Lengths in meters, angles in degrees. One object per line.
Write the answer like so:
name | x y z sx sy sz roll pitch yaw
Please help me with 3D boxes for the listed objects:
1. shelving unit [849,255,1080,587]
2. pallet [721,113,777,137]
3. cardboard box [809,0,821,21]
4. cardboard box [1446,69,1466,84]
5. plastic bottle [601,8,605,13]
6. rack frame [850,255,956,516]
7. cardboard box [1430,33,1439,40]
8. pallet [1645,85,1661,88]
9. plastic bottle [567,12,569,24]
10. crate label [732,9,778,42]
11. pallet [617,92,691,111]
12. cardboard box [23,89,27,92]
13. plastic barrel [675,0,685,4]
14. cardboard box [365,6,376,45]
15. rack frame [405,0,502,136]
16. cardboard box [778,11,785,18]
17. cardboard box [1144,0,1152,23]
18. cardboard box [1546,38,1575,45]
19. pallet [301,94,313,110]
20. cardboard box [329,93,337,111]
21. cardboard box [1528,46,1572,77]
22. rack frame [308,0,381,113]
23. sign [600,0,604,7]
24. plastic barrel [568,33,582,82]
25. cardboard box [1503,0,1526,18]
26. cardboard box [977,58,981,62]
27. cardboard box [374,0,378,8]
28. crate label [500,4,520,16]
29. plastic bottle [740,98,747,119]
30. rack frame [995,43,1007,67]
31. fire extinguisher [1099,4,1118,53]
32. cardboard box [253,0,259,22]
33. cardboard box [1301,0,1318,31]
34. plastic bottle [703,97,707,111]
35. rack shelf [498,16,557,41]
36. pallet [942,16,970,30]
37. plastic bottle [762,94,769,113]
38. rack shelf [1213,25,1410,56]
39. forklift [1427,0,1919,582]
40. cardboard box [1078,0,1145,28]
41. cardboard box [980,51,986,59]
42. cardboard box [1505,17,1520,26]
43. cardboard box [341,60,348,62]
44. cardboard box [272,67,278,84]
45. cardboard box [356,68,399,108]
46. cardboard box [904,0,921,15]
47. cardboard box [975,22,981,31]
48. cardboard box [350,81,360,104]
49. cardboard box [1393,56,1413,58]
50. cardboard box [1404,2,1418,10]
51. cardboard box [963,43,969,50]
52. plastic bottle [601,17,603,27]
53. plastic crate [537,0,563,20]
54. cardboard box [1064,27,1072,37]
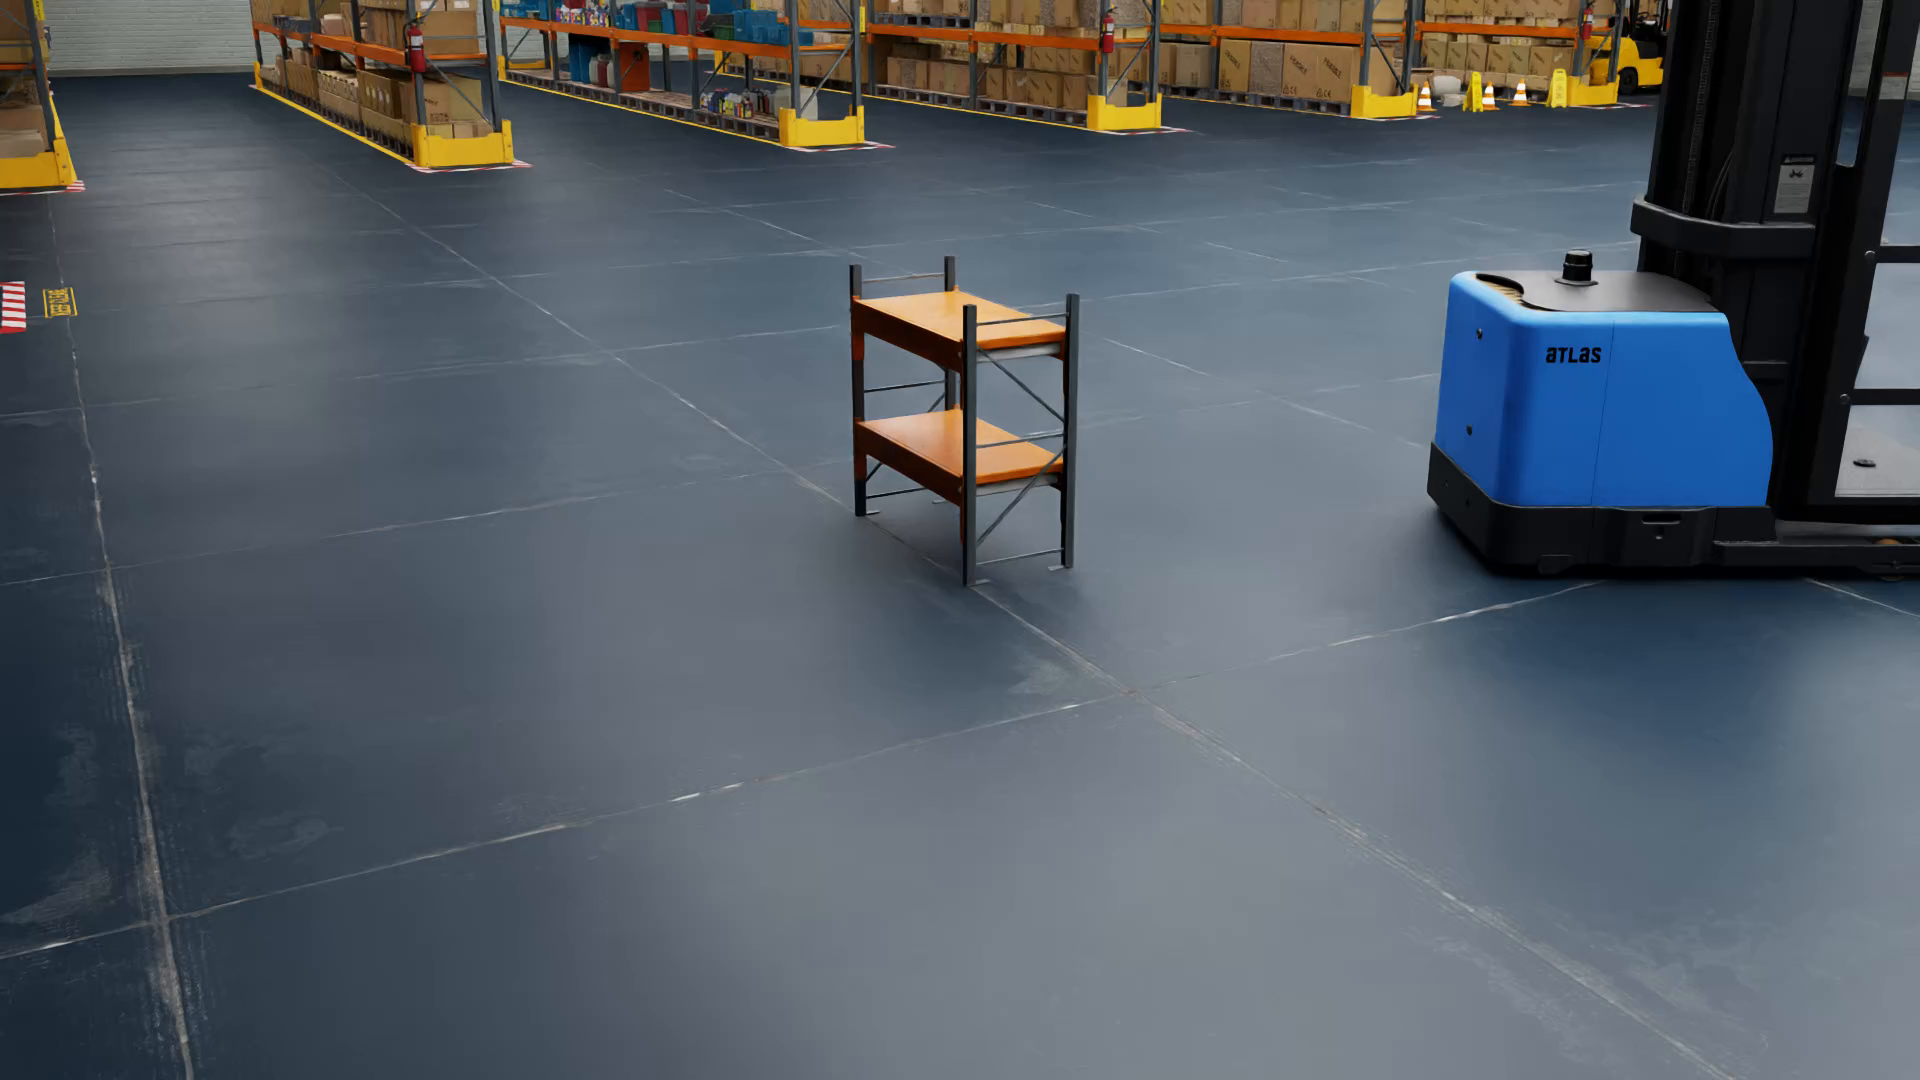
shelving unit | -0.003 -0.534 6.954 0.538 1.125 1.048 -10 21 -27
pallet | -2.864 -6.170 24.689 1.003 0.211 1.213 -10 21 -27
cardboard box | -2.694 -10.691 33.361 0.500 0.500 0.500 -11 22 -28
cardboard box | 9.657 -8.876 31.828 0.500 0.250 0.500 -9 21 -24
plastic bottle | -6.745 -9.937 31.526 0.097 0.271 0.097 0 19 0
rack frame | -0.245 -0.680 7.376 0.500 1.125 0.032 -10 21 -27
cardboard box | 11.204 -11.758 38.802 0.380 0.149 0.250 -11 22 -29
pallet | 14.642 -9.207 33.489 1.003 0.211 1.213 -10 21 -27
plastic bottle | -7.393 -9.878 31.465 0.097 0.201 0.097 0 19 0
crate label | -2.942 -7.393 23.904 0.502 0.435 0.616 -10 21 -27
pallet | -5.295 -7.640 28.948 1.003 0.211 1.213 -10 21 -27
cardboard box | -13.102 -5.879 22.729 0.700 0.500 0.500 -10 22 -28
plastic barrel | -4.544 -8.746 27.670 0.433 0.535 0.433 0 19 0
cardboard box | -7.874 -7.193 23.225 0.700 0.500 0.500 -11 22 -28
rack frame | -6.191 -6.124 20.280 1.000 3.000 0.127 -10 21 -27
cardboard box | -3.602 -11.020 34.854 0.380 0.149 0.250 -10 21 -26
cardboard box | 3.836 -10.136 31.753 0.500 0.500 0.500 -10 22 -27
cardboard box | 13.098 -10.558 36.128 0.875 0.625 0.625 -10 22 -27
pallet | -10.886 -7.672 29.042 1.003 0.211 1.213 -10 21 -27
cardboard box | -9.508 -6.831 25.900 0.500 0.250 0.500 -11 22 -28
cardboard box | 10.641 -8.635 29.979 0.500 0.500 0.500 -10 21 -26
rack frame | -9.990 -8.420 26.935 1.000 3.000 0.127 -10 21 -27
sign | -7.043 -10.550 32.683 0.100 0.325 0.005 -10 21 -27
plastic barrel | -7.285 -9.383 32.297 0.600 0.901 0.708 -10 21 -27
cardboard box | 10.282 -9.782 30.271 0.500 0.500 0.500 -10 21 -27
cardboard box | 0.526 -10.905 37.863 0.380 0.149 0.250 -11 22 -28
cardboard box | -7.647 -7.226 22.325 0.380 0.149 0.250 -11 22 -28
crate label | -9.600 -11.310 35.475 0.416 0.233 0.303 -10 21 -27
plastic bottle | -3.159 -6.304 24.291 0.061 0.283 0.133 -9 21 -25
rack frame | 1.244 -11.841 36.849 1.000 3.000 0.127 -10 21 -27
fire extinguisher | 2.178 -7.516 24.434 0.296 0.674 0.183 -10 21 -27
cardboard box | -13.560 -10.449 32.660 0.500 0.500 0.500 -10 22 -27
cardboard box | 6.290 -8.902 28.100 0.875 0.550 0.550 -10 21 -27
plastic bottle | -3.916 -6.735 25.666 0.097 0.201 0.097 0 19 0
rack shelf | -8.478 -10.569 34.264 1.077 0.370 4.000 -10 21 -27
pallet | 0.395 -8.957 28.783 1.003 0.211 1.213 -10 21 -27
plastic bottle | -2.945 -6.610 25.179 0.061 0.283 0.133 -10 21 -27
rack shelf | 5.992 -8.630 28.647 1.077 0.370 4.000 -10 21 -27
forklift | 3.630 -1.394 6.677 3.031 2.935 1.130 0 19 0
cardboard box | 2.292 -8.007 25.128 0.875 0.500 0.500 -10 21 -27
cardboard box | 0.675 -10.950 37.536 0.380 0.149 0.250 -11 22 -29
cardboard box | 10.216 -9.504 30.460 0.380 0.149 0.250 -10 22 -27
cardboard box | -11.175 -8.354 29.902 0.500 0.500 0.500 -10 21 -26
cardboard box | -12.766 -8.840 31.600 0.500 0.311 0.500 -10 21 -27
cardboard box | -8.146 -6.344 23.339 0.500 0.500 0.500 -10 21 -27
cardboard box | -0.676 -9.565 29.837 0.500 0.250 0.500 -11 22 -28
cardboard box | 0.467 -8.578 27.778 0.380 0.149 0.250 -10 21 -27
cardboard box | -8.535 -6.508 24.104 0.500 0.311 0.500 -10 21 -27
cardboard box | 8.755 -9.653 33.891 0.950 0.372 0.625 -9 21 -23
cardboard box | 8.864 -10.525 32.776 0.380 0.149 0.250 -10 21 -26
cardboard box | 0.301 -11.323 38.161 0.380 0.149 0.250 -11 22 -29
plastic bottle | -6.345 -9.245 29.629 0.097 0.201 0.097 0 19 0
plastic crate | -8.050 -10.437 32.711 0.392 0.384 0.575 -10 21 -27
cardboard box | 1.825 -7.798 25.517 0.380 0.149 0.250 -10 21 -27
